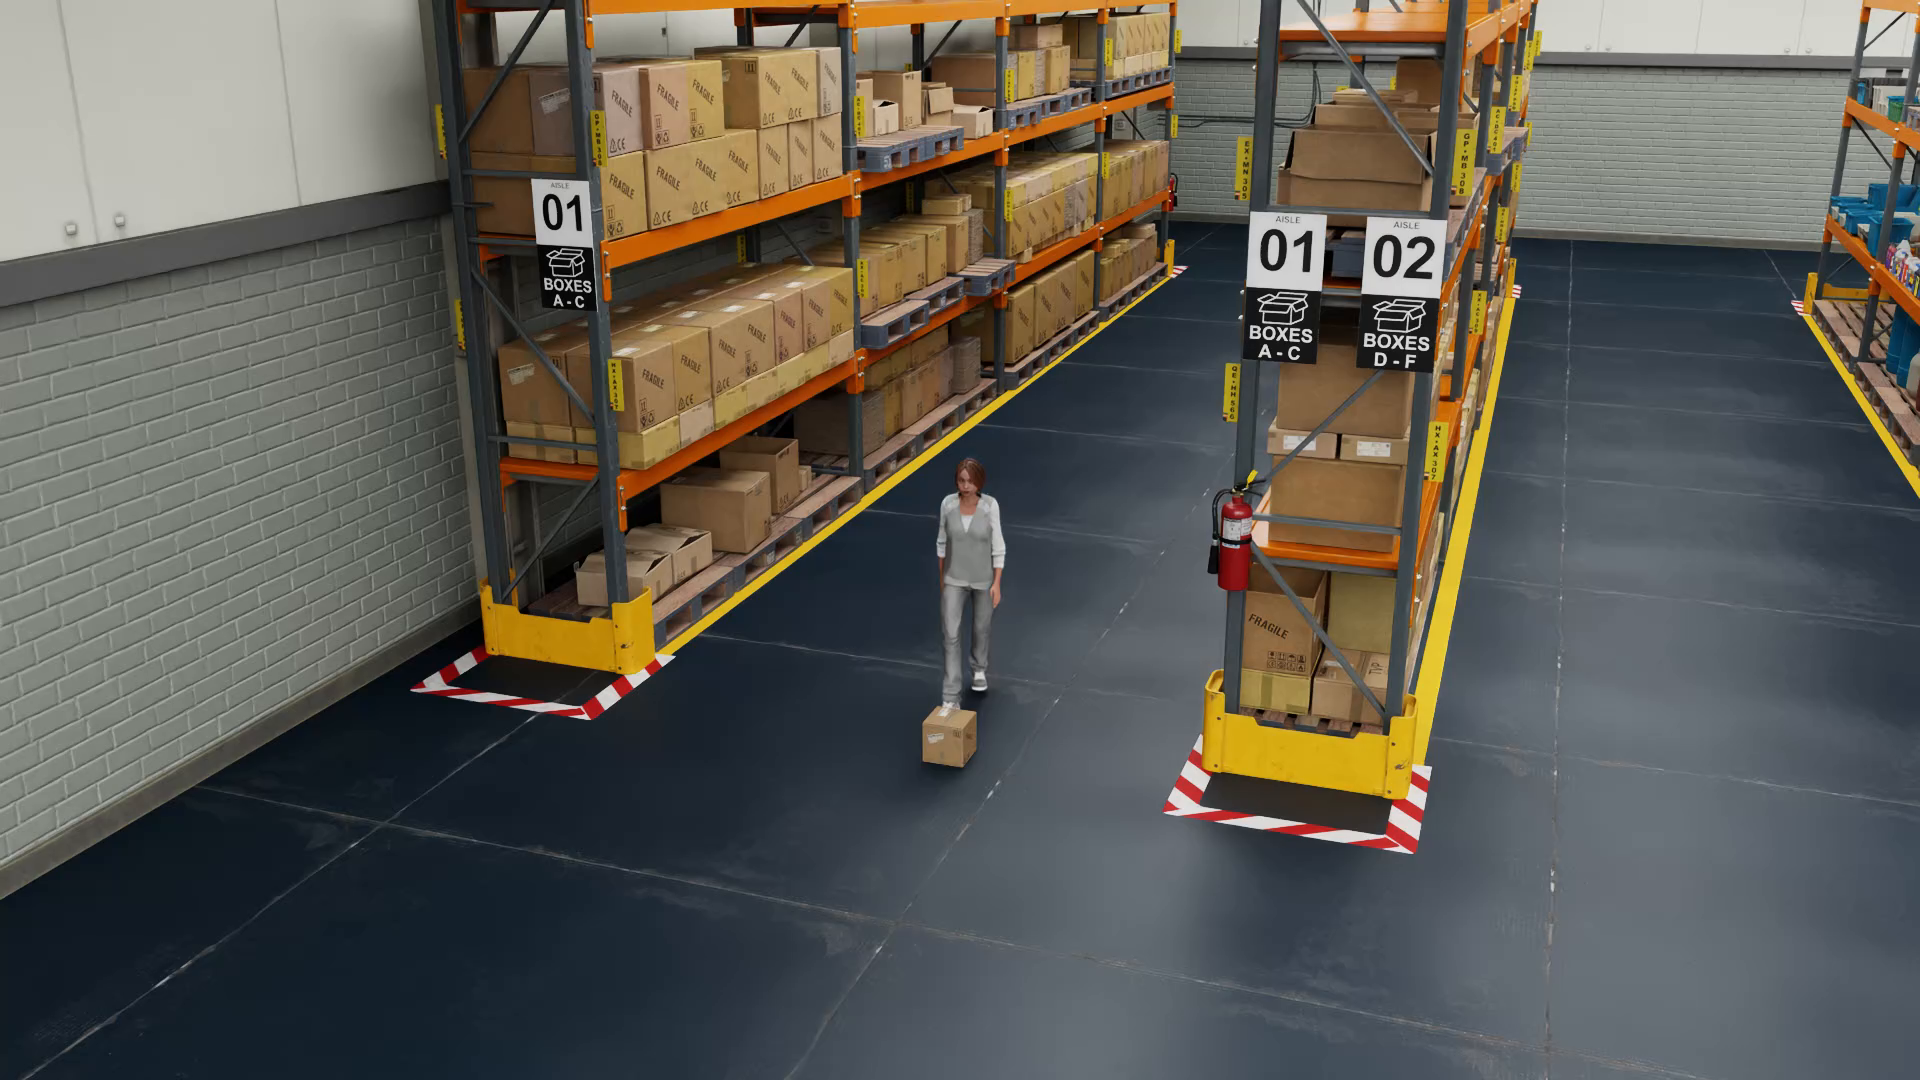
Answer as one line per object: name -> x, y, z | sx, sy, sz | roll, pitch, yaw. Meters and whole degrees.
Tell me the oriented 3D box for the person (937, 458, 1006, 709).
person -> 0.064, 0.282, 10.211 | 0.430, 1.565, 0.823 | 1, 19, 2
